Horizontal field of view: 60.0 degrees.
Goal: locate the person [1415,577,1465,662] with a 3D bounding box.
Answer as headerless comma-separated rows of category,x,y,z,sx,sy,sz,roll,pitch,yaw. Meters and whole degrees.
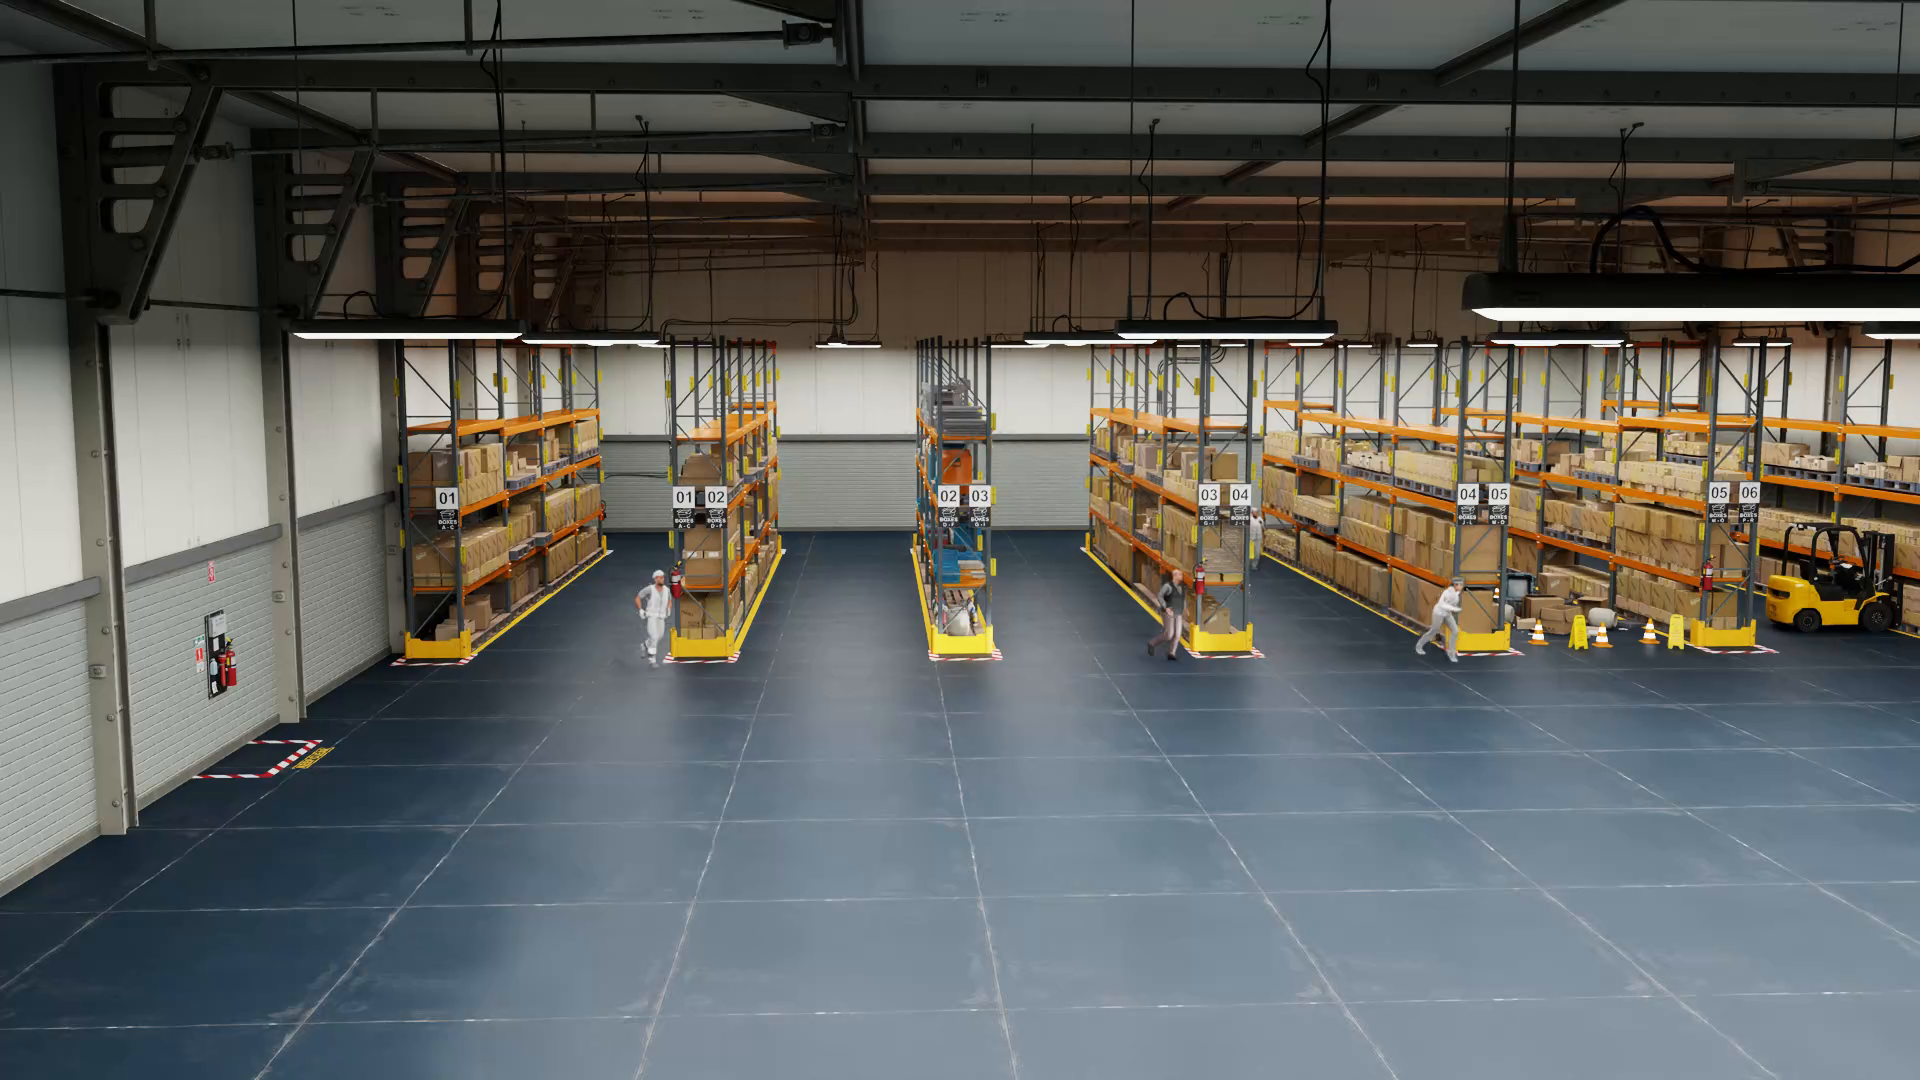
person,8.926,1.459,30.929,0.952,1.621,0.655,6,9,44

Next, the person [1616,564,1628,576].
person,16.110,0.323,40.292,0.570,1.693,0.865,0,6,0

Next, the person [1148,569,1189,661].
person,3.952,1.384,30.952,0.731,1.683,0.710,-5,8,-38

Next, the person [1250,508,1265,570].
person,7.733,-0.039,43.677,0.595,1.622,0.560,-1,7,-6

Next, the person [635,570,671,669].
person,-5.569,1.425,30.343,0.710,1.754,0.825,-6,9,-41
